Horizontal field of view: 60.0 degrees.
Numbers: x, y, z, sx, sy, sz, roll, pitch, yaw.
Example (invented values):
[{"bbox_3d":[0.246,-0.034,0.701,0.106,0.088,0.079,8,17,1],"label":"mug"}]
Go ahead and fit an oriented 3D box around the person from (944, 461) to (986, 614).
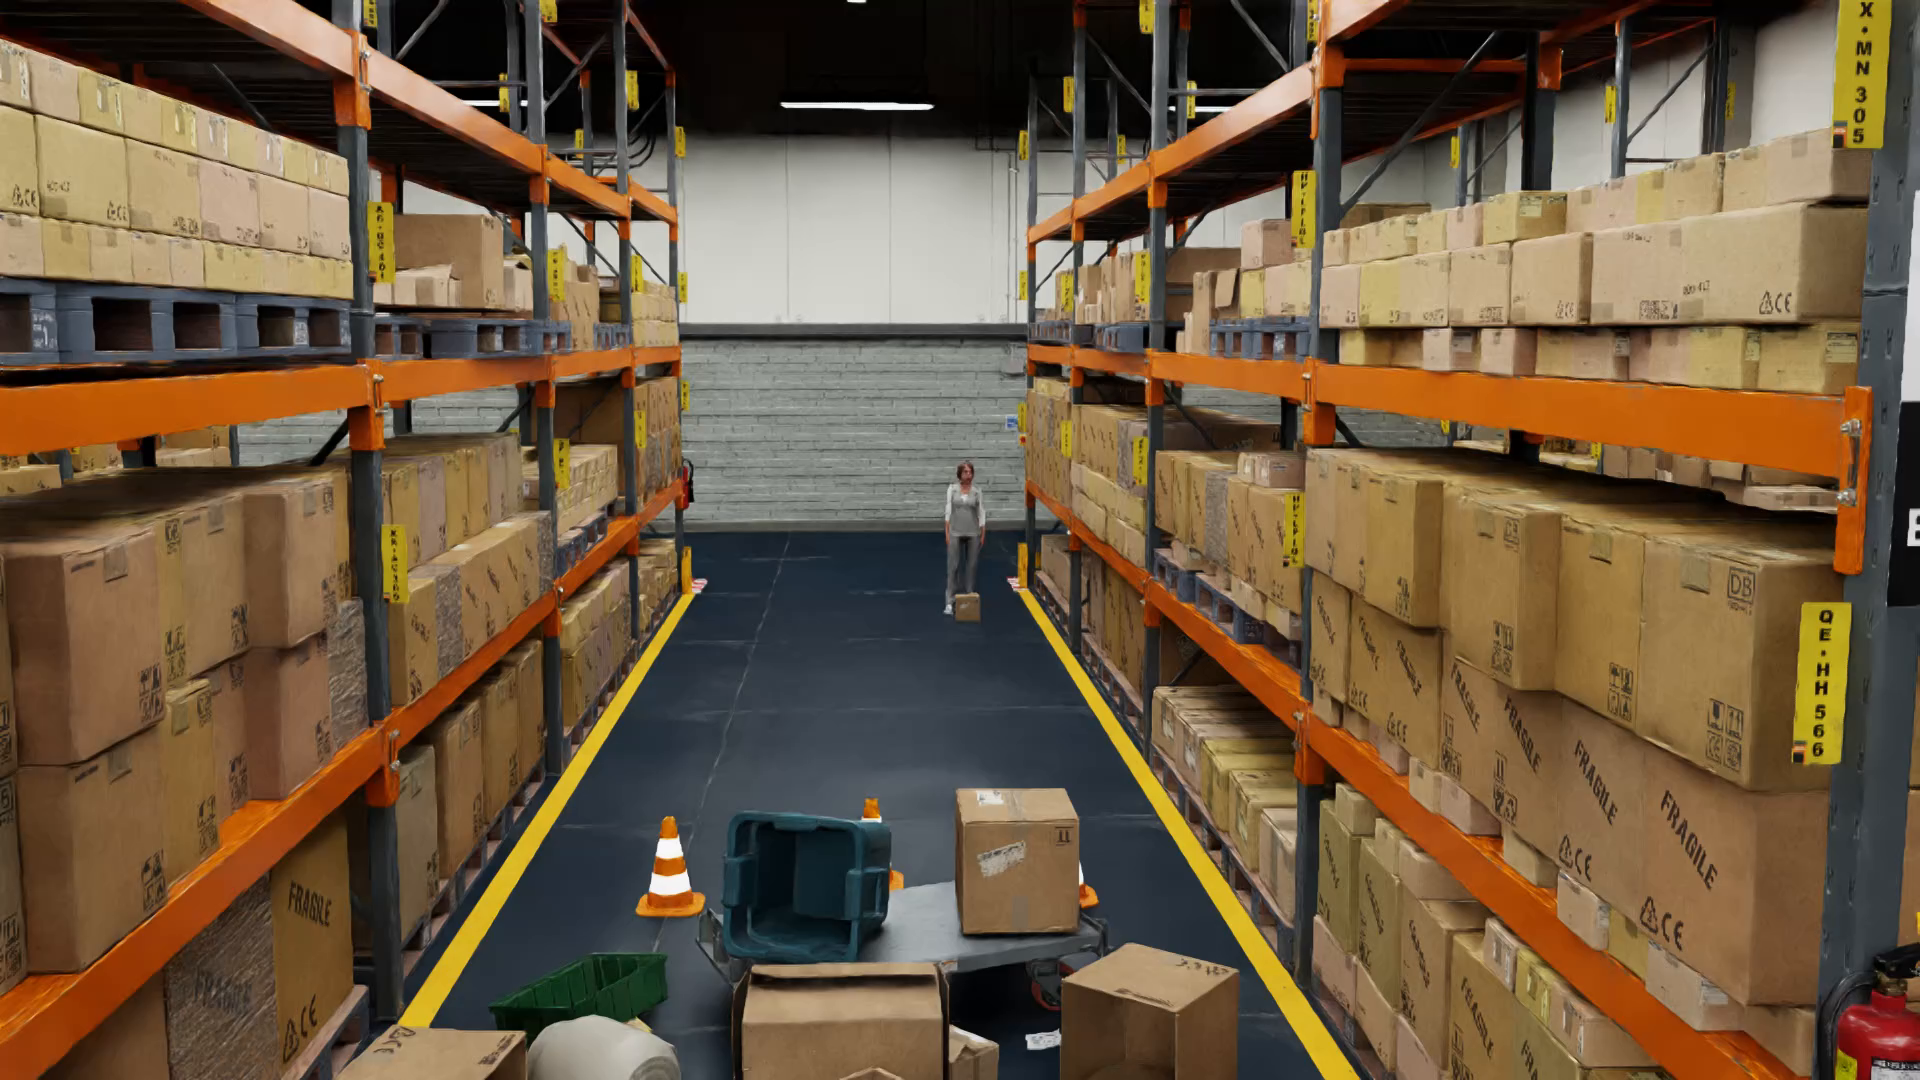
[{"bbox_3d":[0.052,-0.031,17.525,0.453,1.603,0.366,0,7,-3],"label":"person"}]
